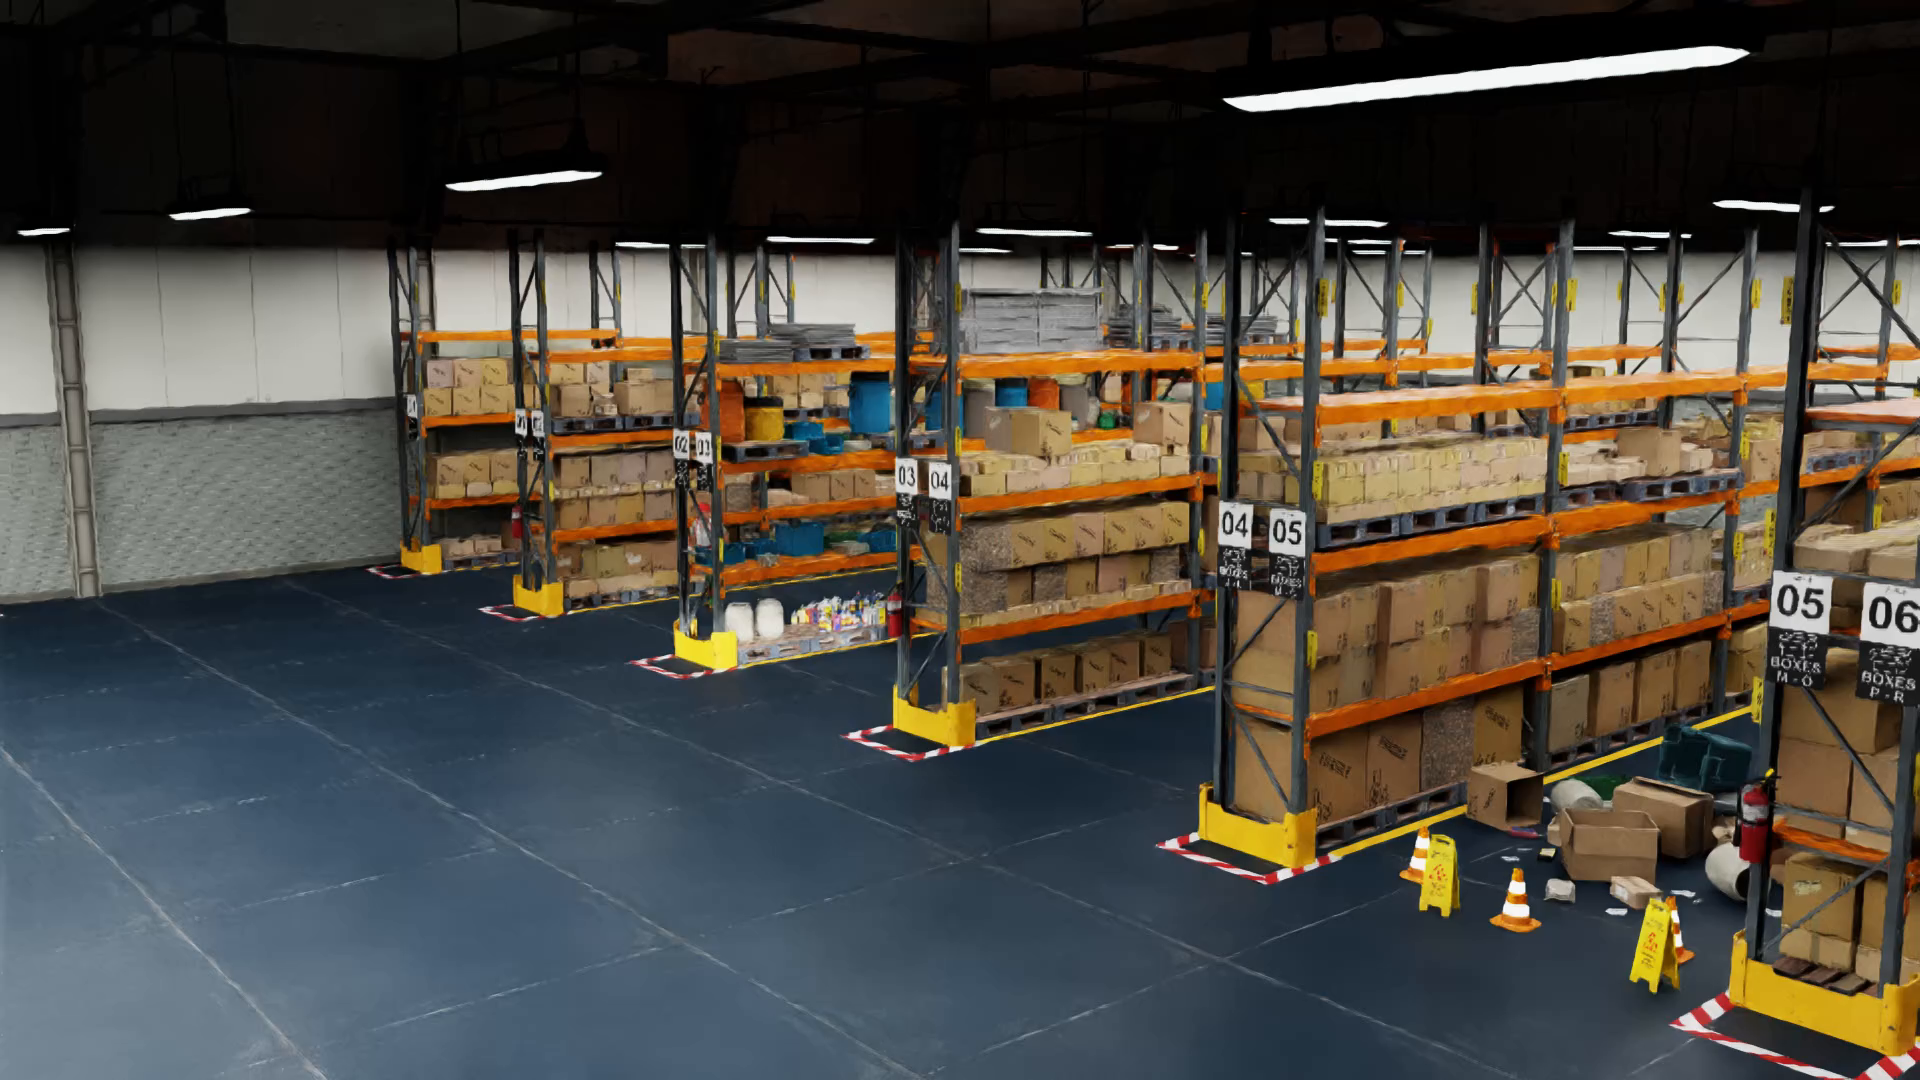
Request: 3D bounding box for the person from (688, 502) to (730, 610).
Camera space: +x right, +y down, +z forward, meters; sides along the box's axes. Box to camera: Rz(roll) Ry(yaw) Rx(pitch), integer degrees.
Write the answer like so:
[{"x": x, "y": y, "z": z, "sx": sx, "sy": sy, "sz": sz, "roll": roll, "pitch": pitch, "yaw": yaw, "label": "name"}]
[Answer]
[{"x": -4.003, "y": 0.240, "z": 26.527, "sx": 0.673, "sy": 1.730, "sz": 0.769, "roll": 5, "pitch": 10, "yaw": 29, "label": "person"}]
